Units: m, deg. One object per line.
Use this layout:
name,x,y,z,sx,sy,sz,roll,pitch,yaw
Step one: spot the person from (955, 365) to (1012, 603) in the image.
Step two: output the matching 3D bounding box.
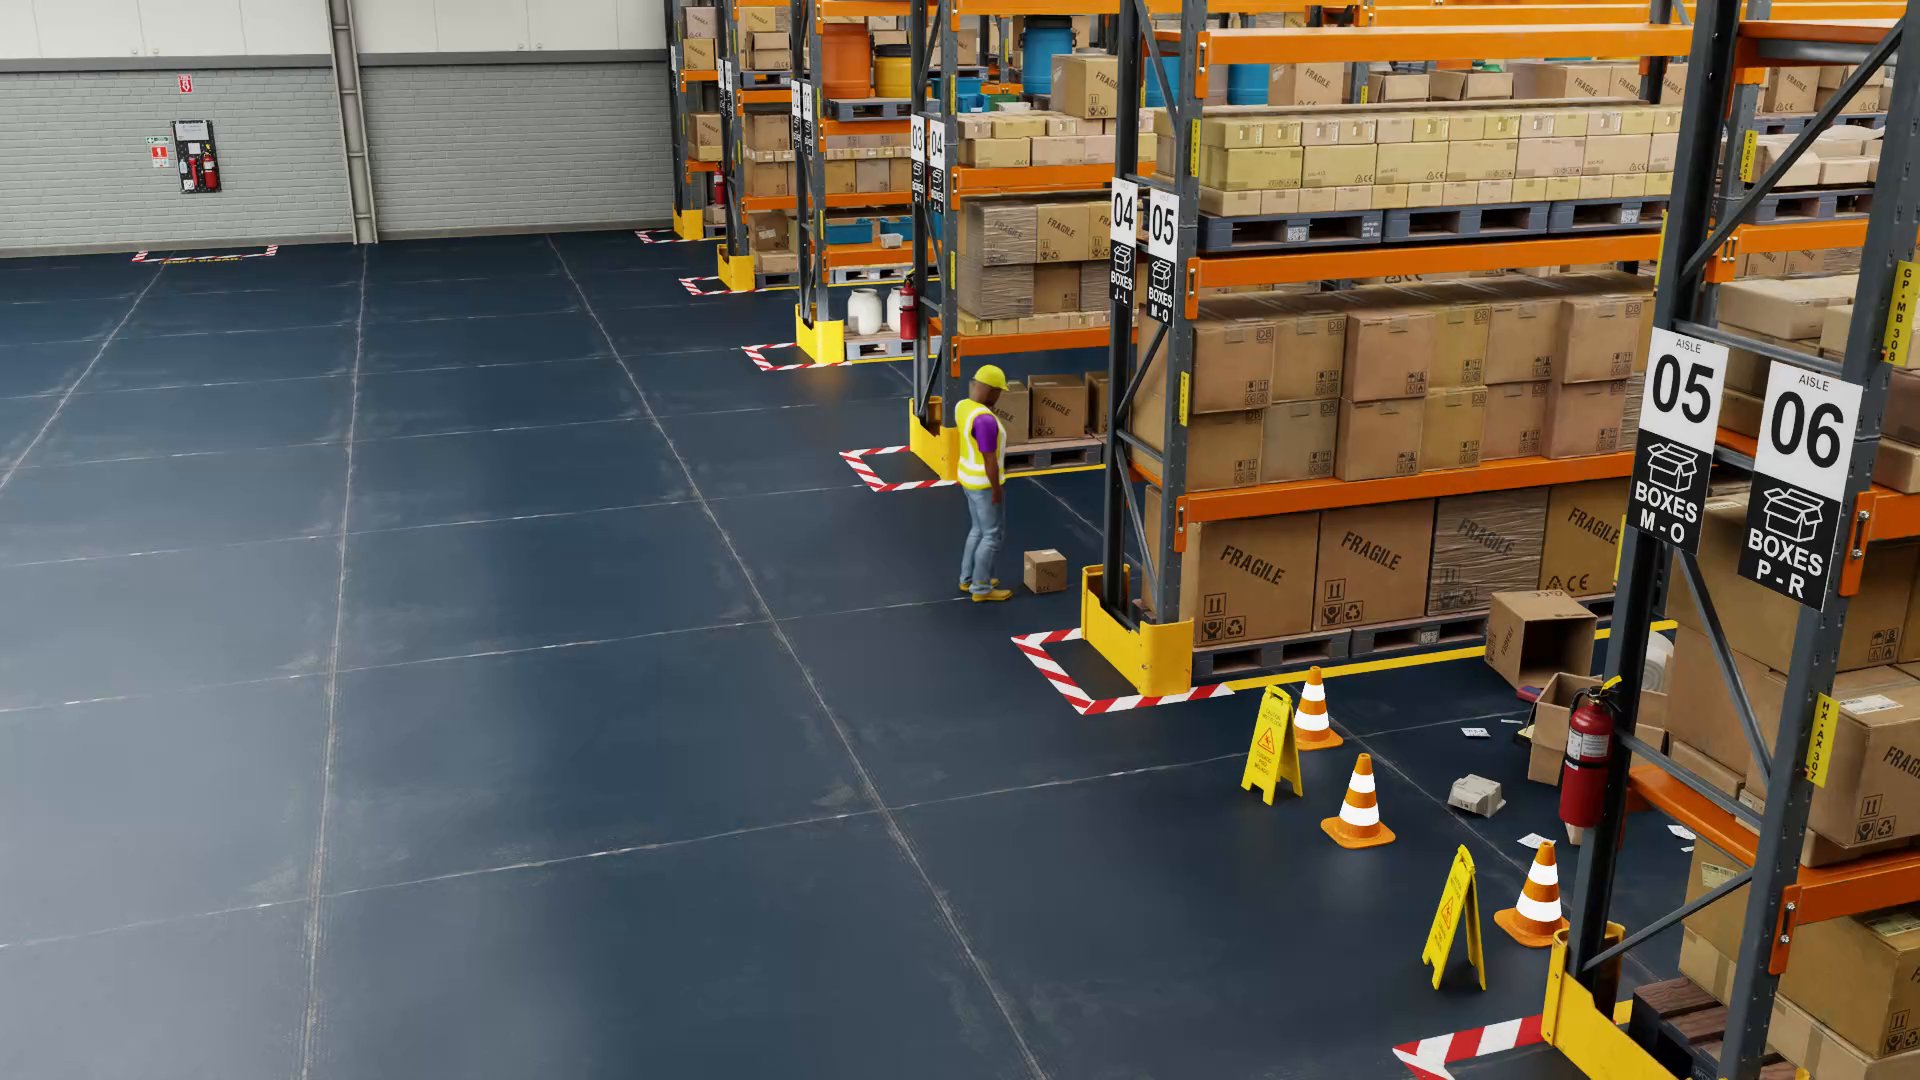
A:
person,0.177,-0.429,12.289,0.384,1.752,0.573,-6,20,-16
